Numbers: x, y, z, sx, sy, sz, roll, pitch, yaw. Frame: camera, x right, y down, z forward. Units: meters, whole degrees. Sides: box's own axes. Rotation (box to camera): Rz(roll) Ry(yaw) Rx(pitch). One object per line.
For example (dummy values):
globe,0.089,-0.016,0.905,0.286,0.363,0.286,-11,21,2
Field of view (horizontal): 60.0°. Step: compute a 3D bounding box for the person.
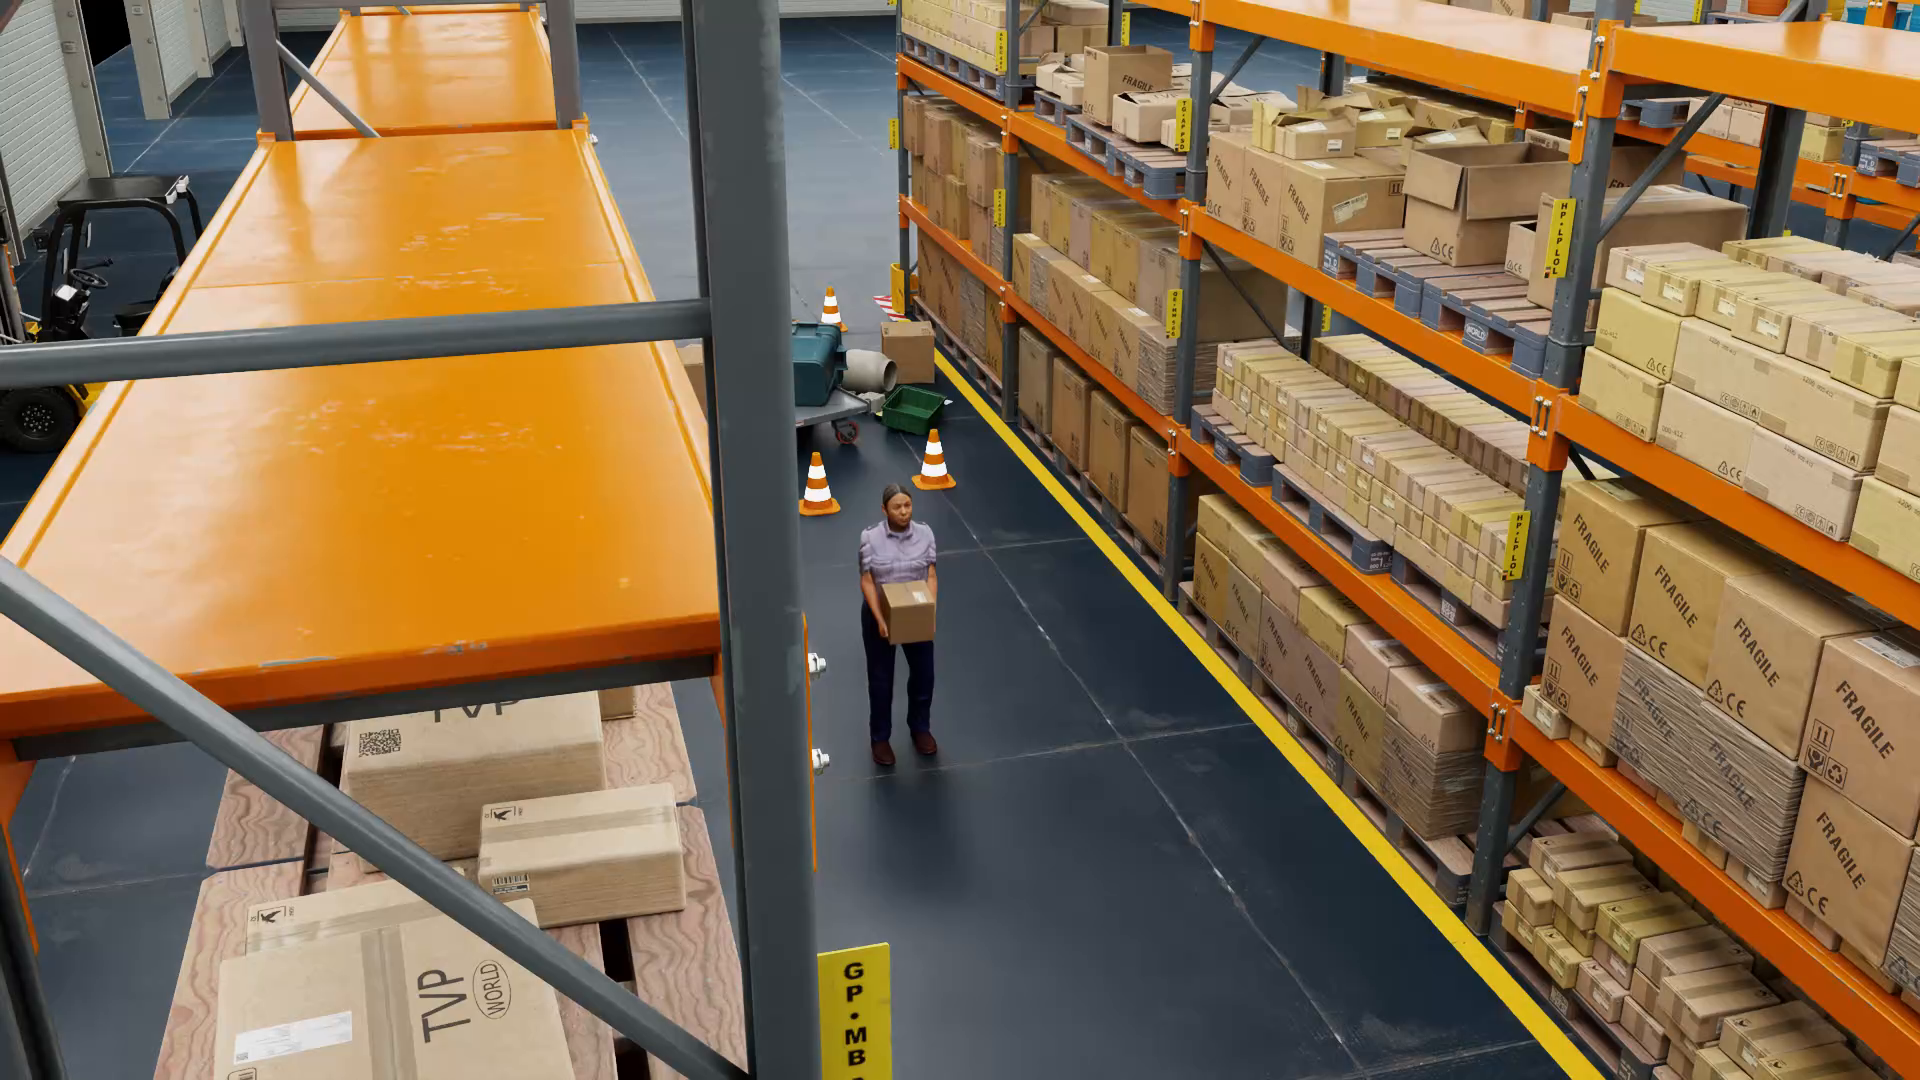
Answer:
person,-0.332,0.504,9.516,0.453,1.618,0.519,-6,24,-13
